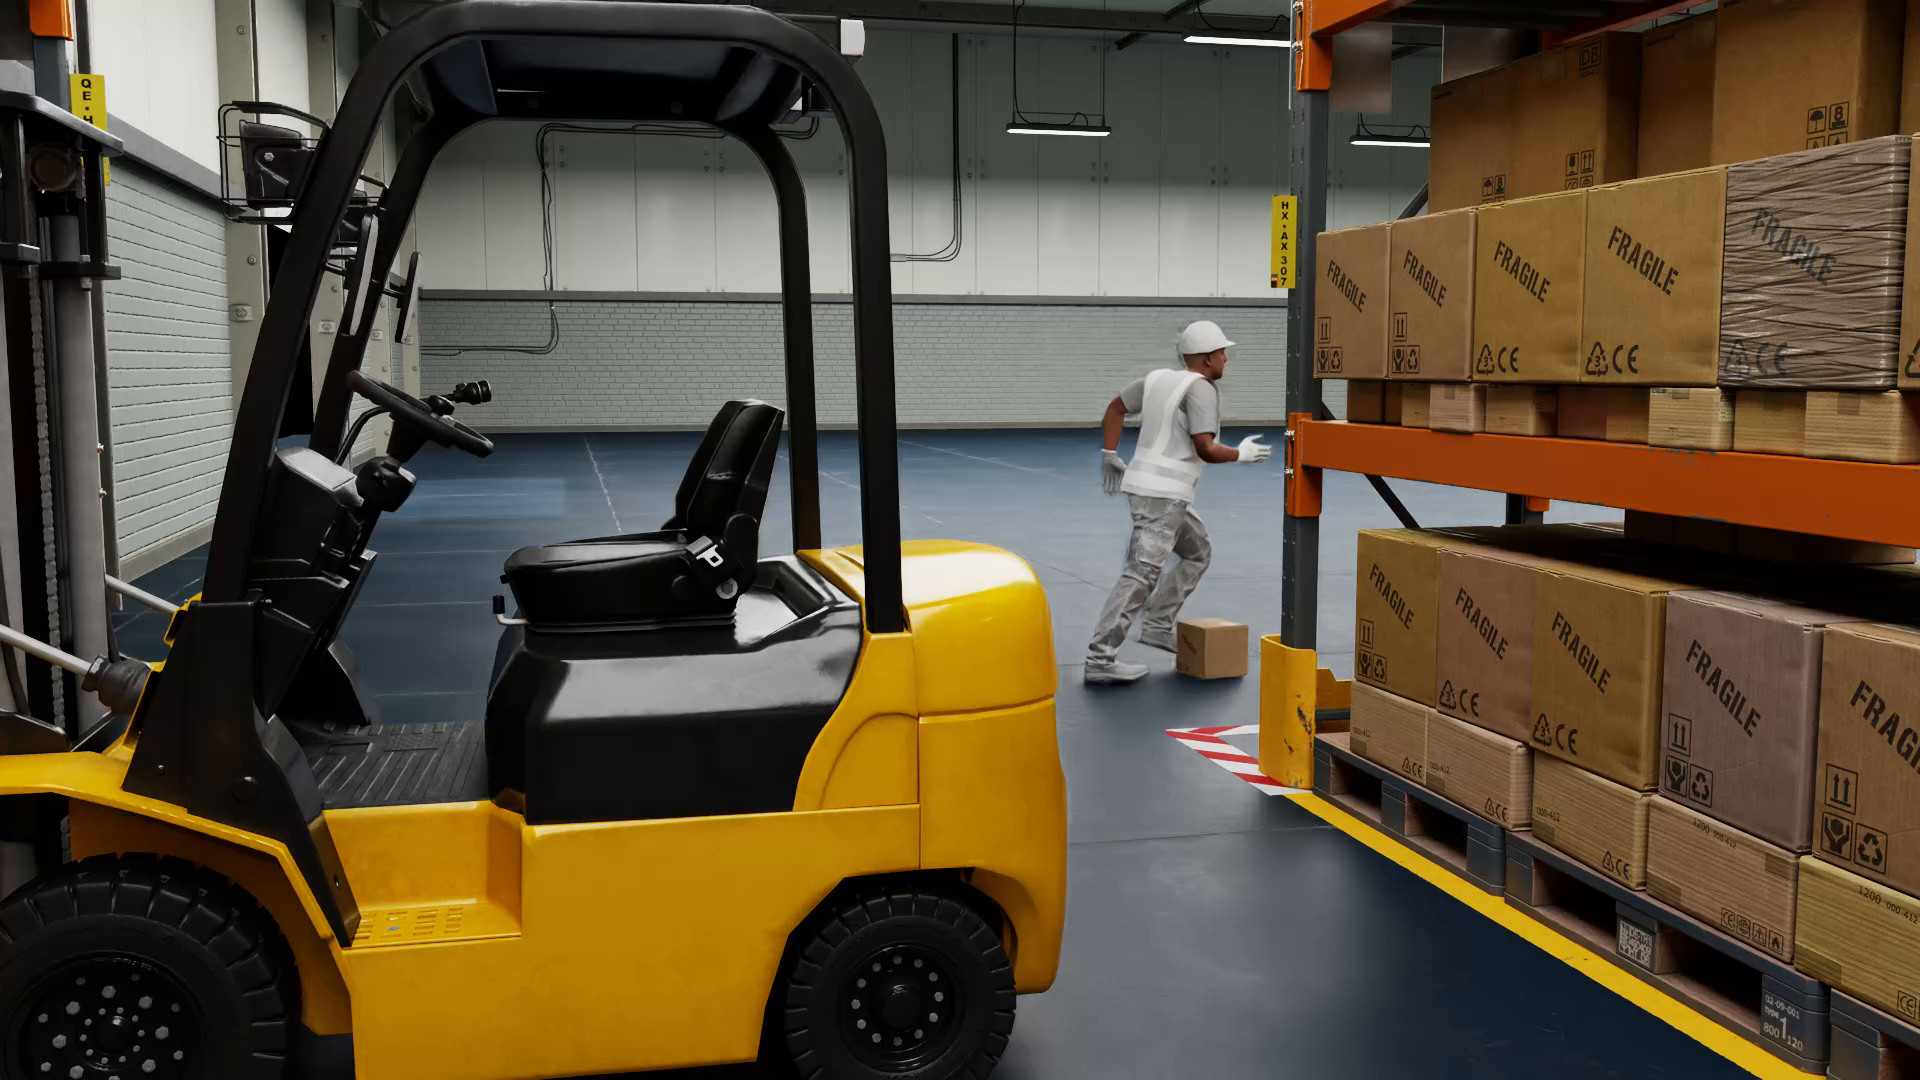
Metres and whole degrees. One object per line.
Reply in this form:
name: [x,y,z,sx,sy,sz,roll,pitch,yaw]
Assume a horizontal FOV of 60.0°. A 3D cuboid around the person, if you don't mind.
person: [1.014,-0.200,7.978,0.908,1.690,0.675,-1,6,-8]
